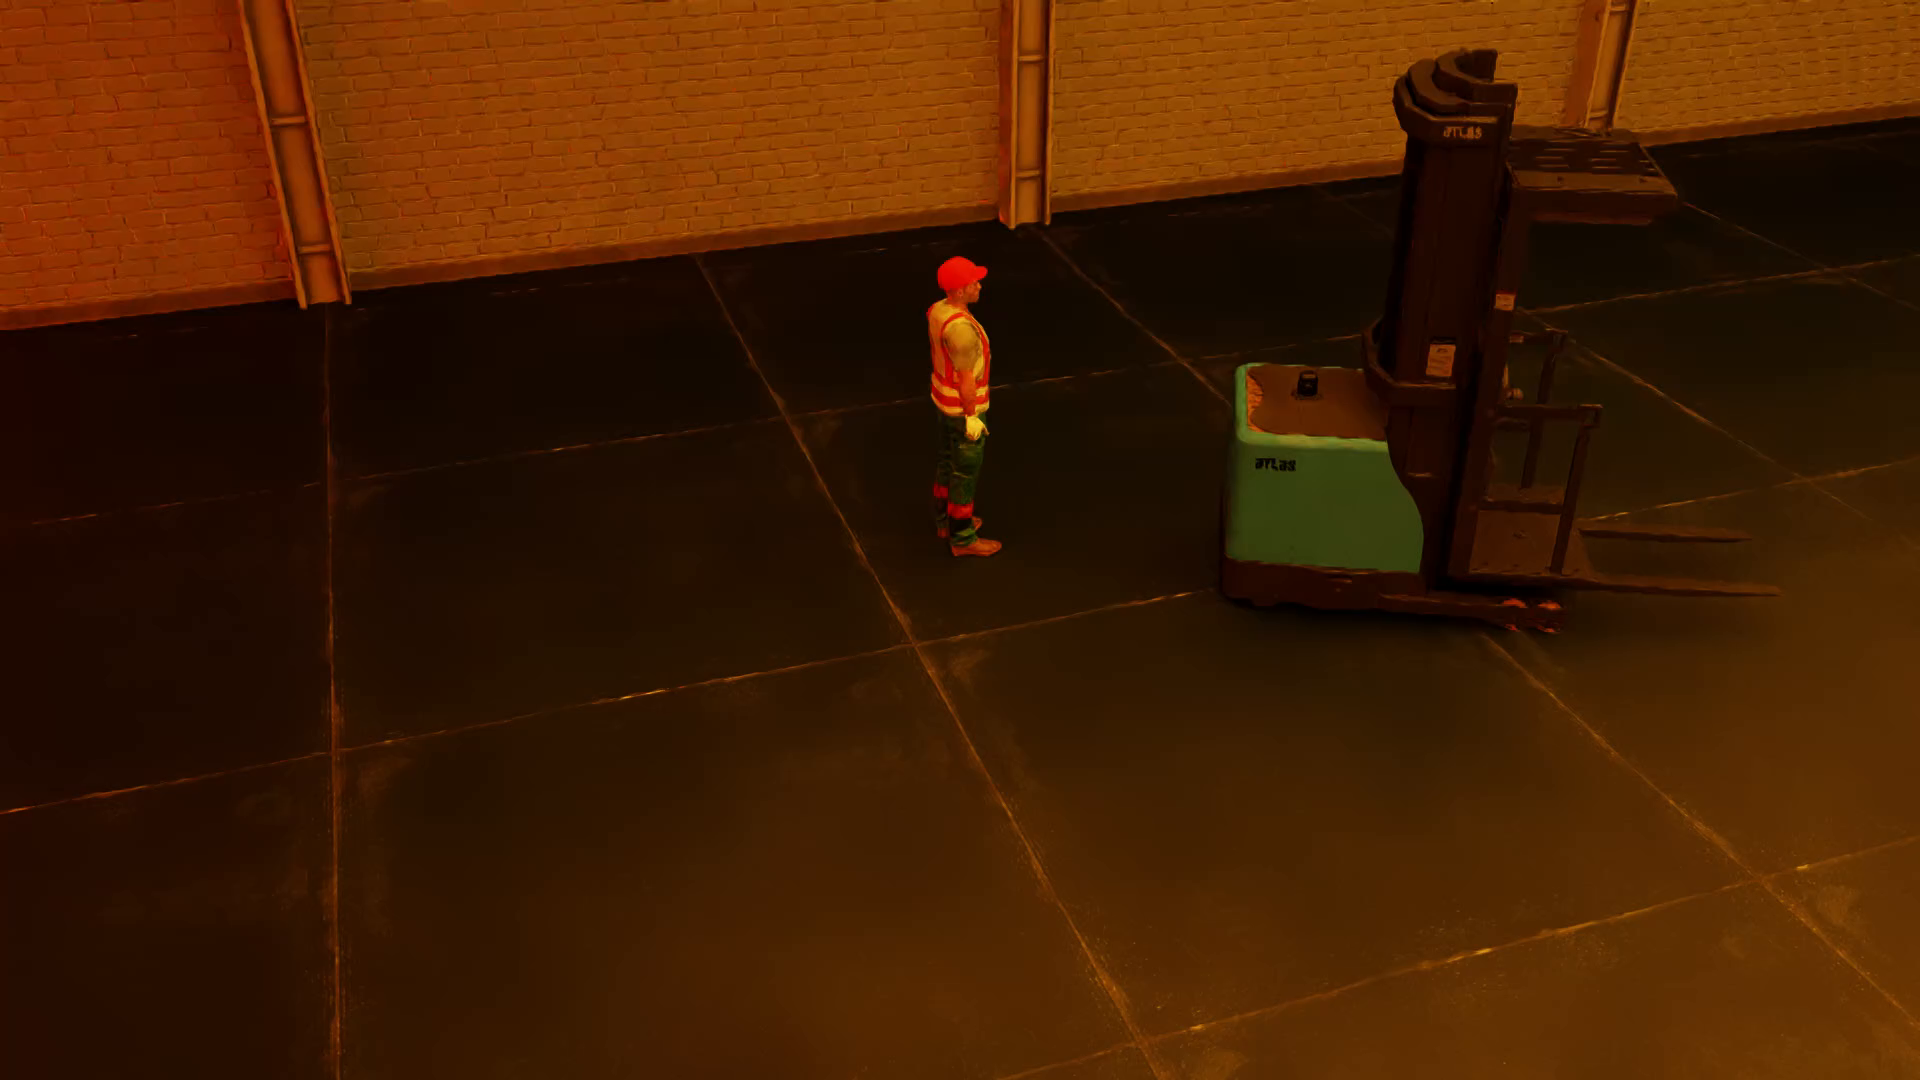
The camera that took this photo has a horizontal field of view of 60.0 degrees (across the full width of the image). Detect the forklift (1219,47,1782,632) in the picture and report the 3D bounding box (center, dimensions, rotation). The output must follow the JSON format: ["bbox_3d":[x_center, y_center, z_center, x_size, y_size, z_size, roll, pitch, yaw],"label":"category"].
[{"bbox_3d":[3.027,-1.047,8.907,3.031,2.935,1.130,4,30,7],"label":"forklift"}]

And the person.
[{"bbox_3d":[0.019,-0.780,9.586,0.349,1.795,0.540,-10,31,-16],"label":"person"}]
